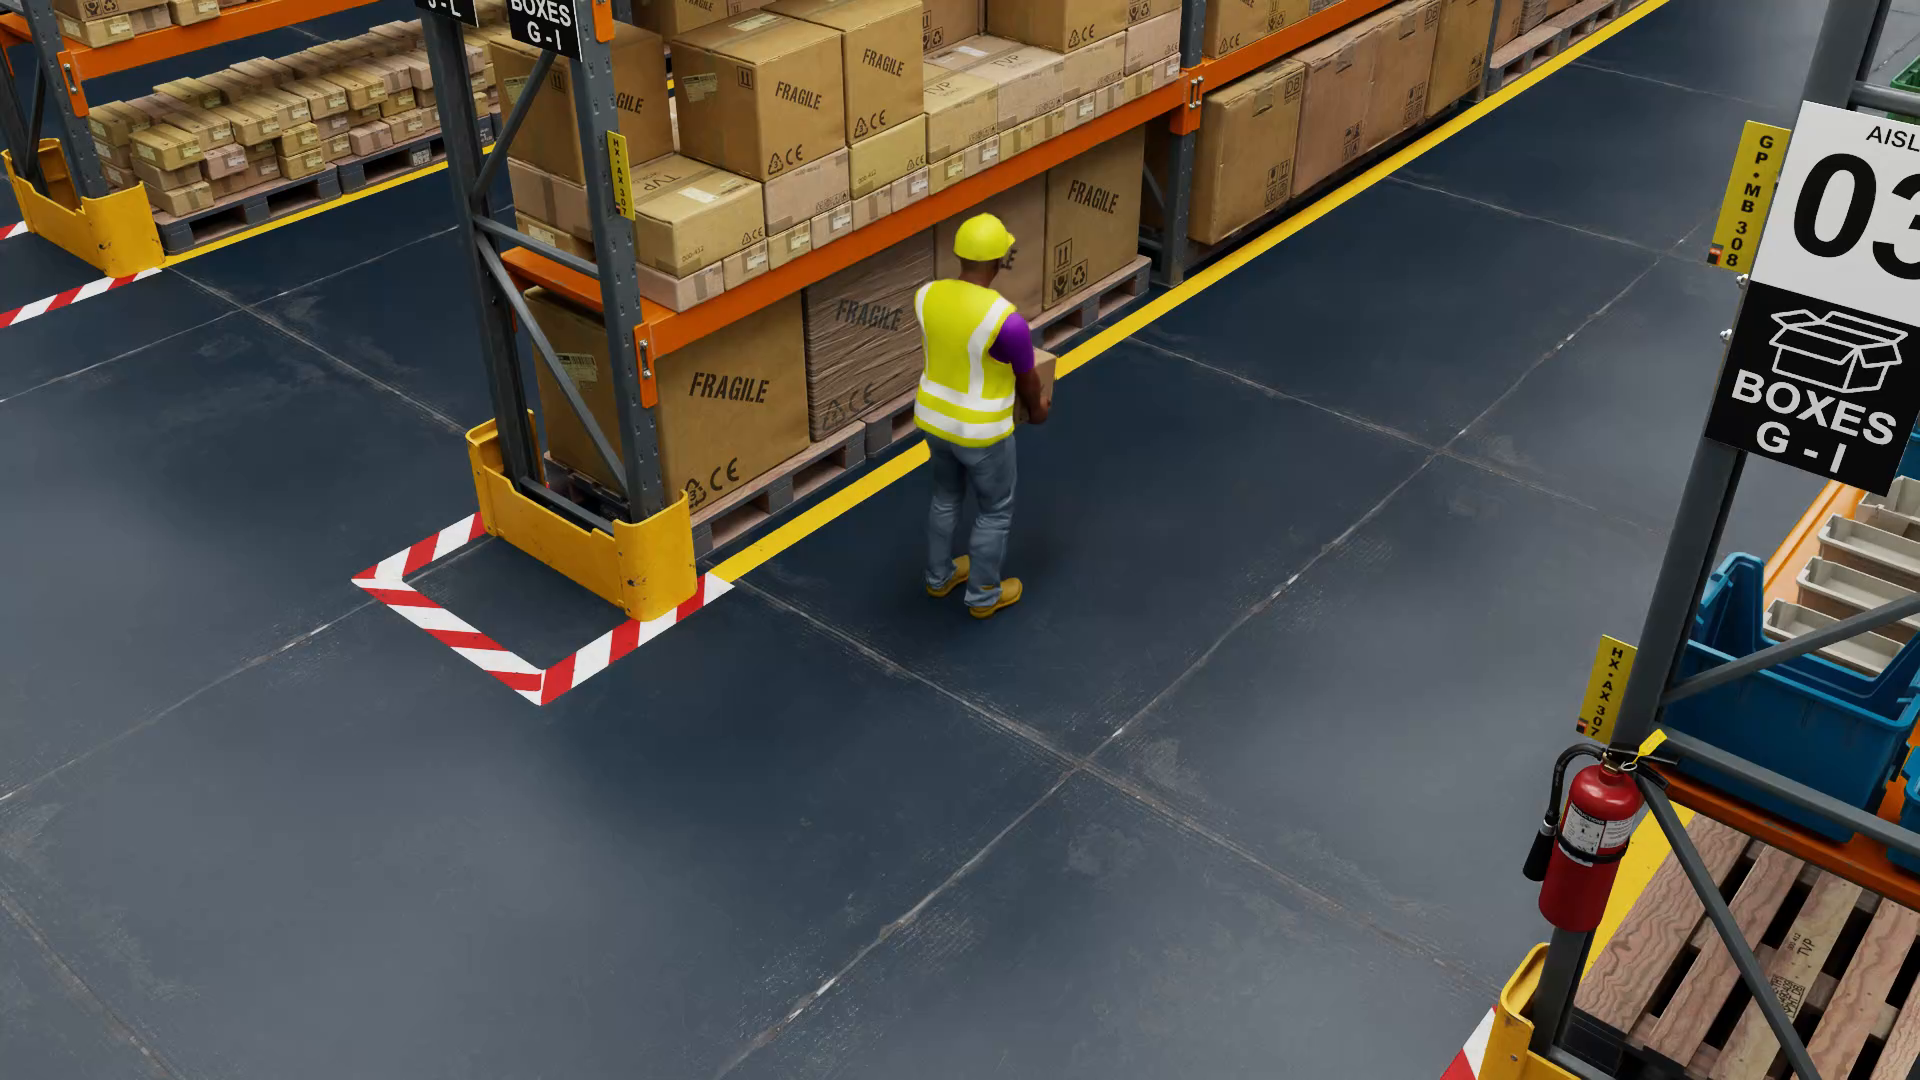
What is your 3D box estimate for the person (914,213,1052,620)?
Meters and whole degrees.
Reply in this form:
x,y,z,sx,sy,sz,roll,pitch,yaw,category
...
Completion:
x,y,z,sx,sy,sz,roll,pitch,yaw,category
0.087,-0.525,6.891,0.505,1.750,0.583,25,42,31,person
